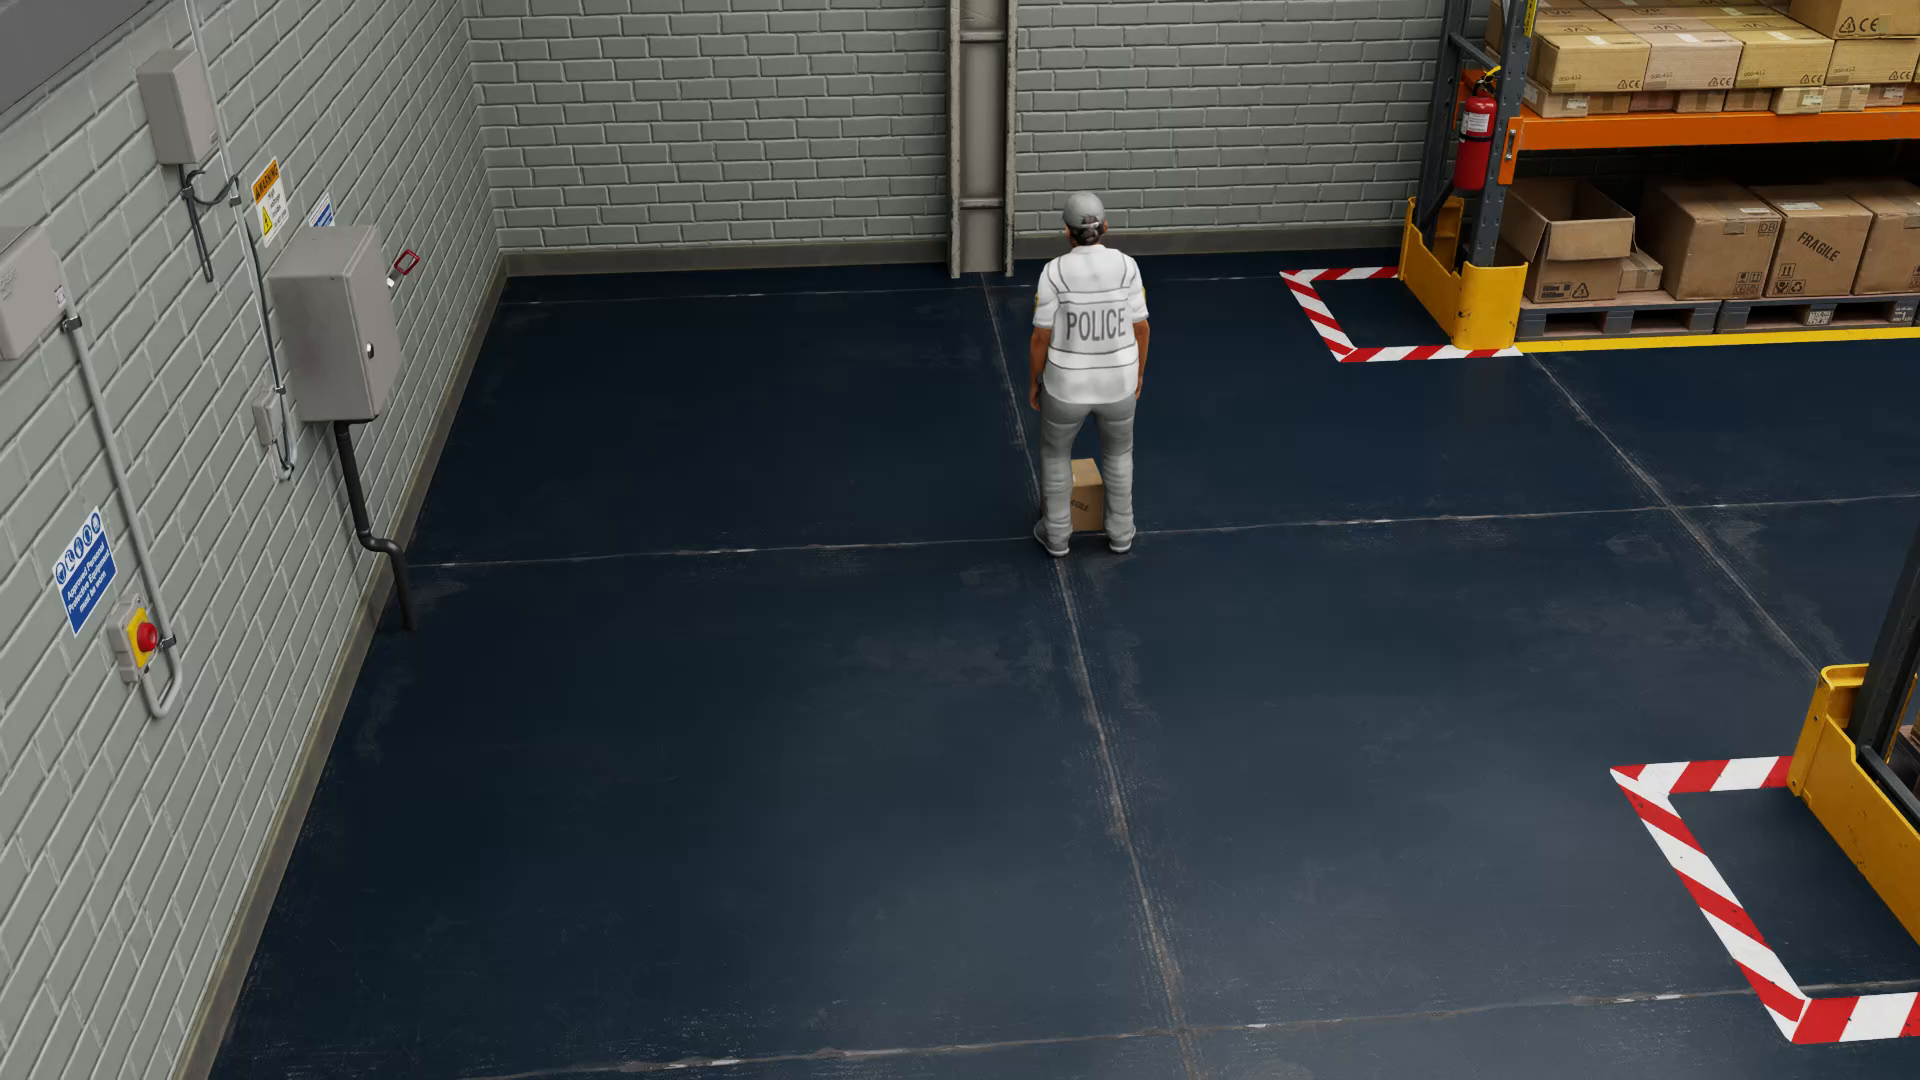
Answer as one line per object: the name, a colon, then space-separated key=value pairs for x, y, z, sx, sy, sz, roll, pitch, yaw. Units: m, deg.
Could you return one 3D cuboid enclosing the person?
person: x=0.561 y=-0.699 z=7.278 sx=0.548 sy=1.664 sz=0.470 roll=-4 pitch=32 yaw=-7
